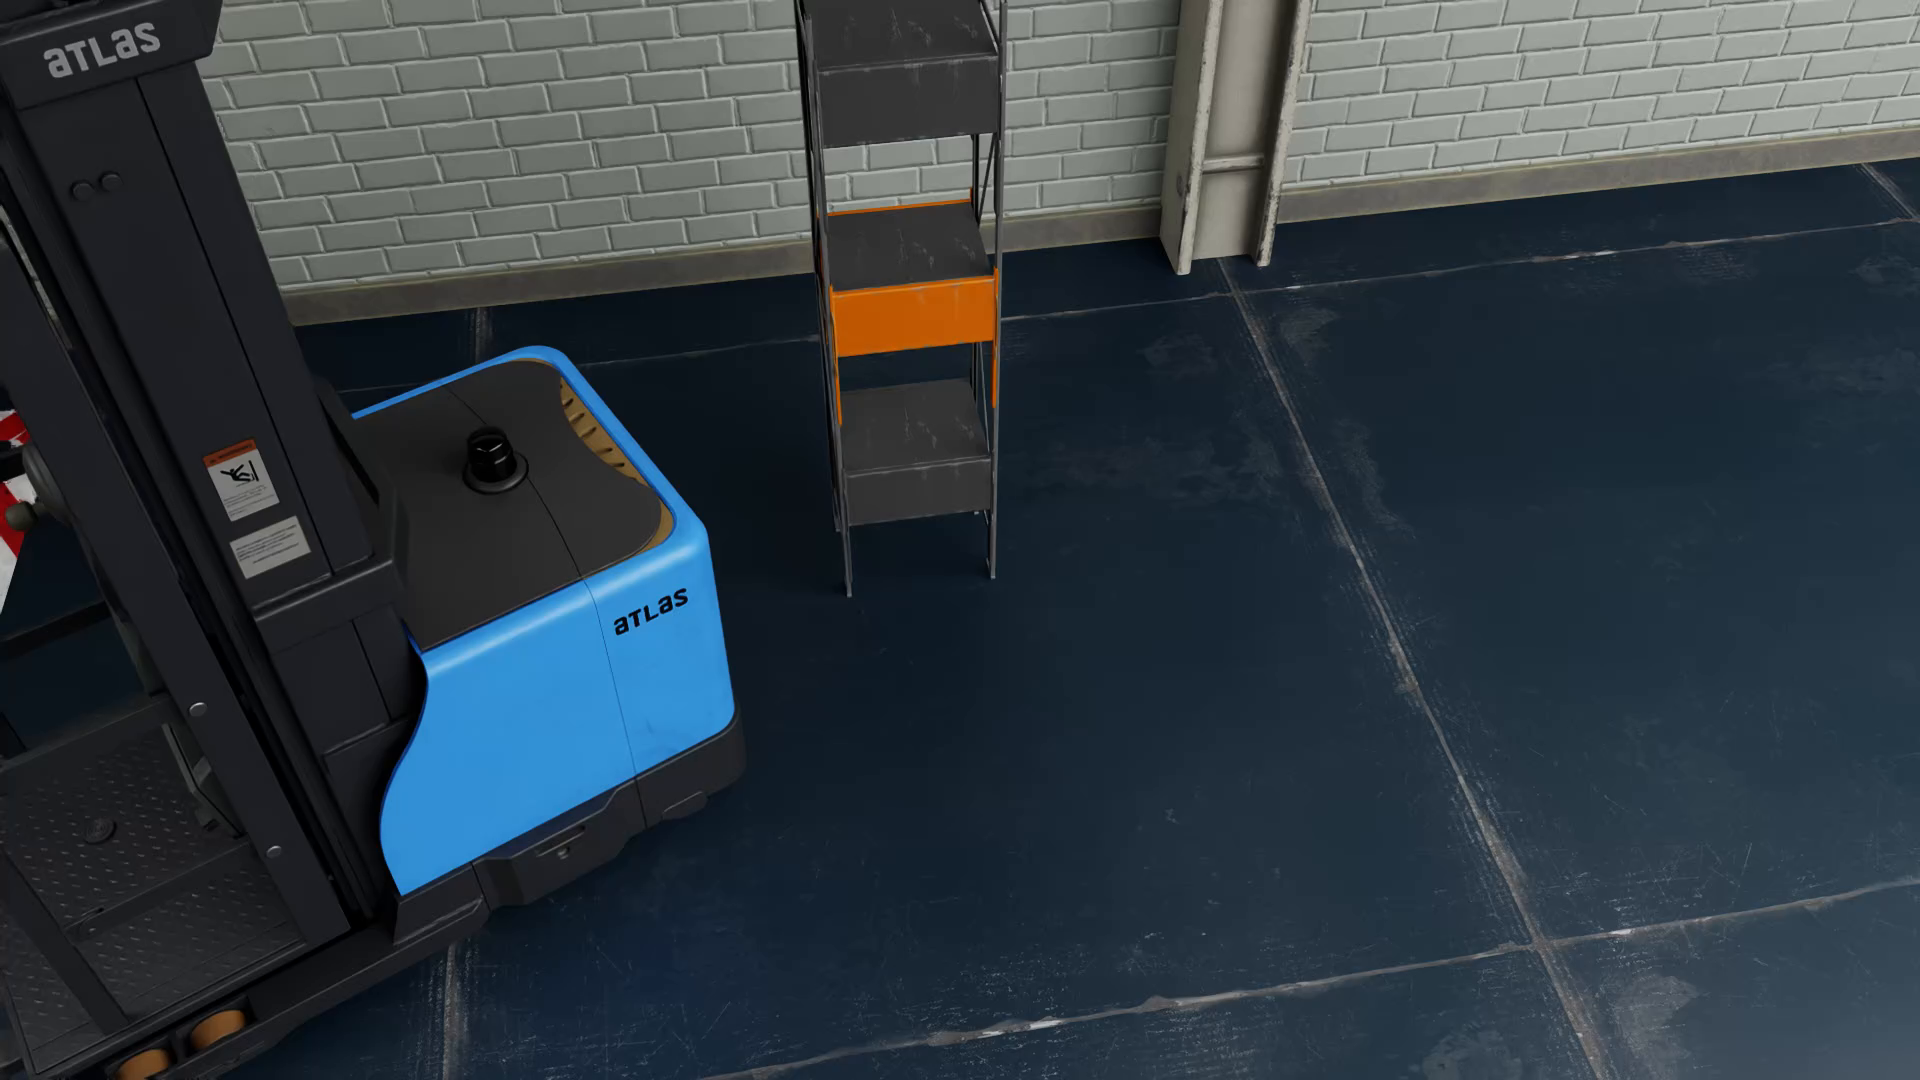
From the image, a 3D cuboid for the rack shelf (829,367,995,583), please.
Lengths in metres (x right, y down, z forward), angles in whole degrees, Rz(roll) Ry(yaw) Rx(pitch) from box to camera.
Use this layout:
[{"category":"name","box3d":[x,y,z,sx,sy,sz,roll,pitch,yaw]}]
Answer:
[{"category":"rack shelf","box3d":[-0.163,-0.213,5.488,0.480,0.518,0.431,-7,46,-7]}]

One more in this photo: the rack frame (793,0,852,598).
[{"category":"rack frame","box3d":[-0.404,-0.678,4.945,0.015,2.100,0.400,-7,46,-7]}]

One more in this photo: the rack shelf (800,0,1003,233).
[{"category":"rack shelf","box3d":[-0.163,-1.184,4.480,0.480,0.518,0.431,-7,46,-7]}]

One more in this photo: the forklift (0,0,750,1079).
[{"category":"forklift","box3d":[-2.137,0.023,3.693,3.031,2.935,1.130,-26,52,-23]}]

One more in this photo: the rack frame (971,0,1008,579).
[{"category":"rack frame","box3d":[0.077,-0.738,5.003,0.015,2.100,0.400,-7,46,-7]}]

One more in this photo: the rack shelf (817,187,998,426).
[{"category":"rack shelf","box3d":[-0.163,-0.699,4.984,0.480,0.518,0.431,-7,46,-7]}]

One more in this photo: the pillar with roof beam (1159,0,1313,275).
[{"category":"pillar with roof beam","box3d":[1.788,-1.283,0.738,0.400,9.000,9.100,-7,46,-7]}]

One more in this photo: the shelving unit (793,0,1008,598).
[{"category":"shelving unit","box3d":[-0.163,-0.708,4.974,0.503,2.100,0.431,-7,46,-7]}]
